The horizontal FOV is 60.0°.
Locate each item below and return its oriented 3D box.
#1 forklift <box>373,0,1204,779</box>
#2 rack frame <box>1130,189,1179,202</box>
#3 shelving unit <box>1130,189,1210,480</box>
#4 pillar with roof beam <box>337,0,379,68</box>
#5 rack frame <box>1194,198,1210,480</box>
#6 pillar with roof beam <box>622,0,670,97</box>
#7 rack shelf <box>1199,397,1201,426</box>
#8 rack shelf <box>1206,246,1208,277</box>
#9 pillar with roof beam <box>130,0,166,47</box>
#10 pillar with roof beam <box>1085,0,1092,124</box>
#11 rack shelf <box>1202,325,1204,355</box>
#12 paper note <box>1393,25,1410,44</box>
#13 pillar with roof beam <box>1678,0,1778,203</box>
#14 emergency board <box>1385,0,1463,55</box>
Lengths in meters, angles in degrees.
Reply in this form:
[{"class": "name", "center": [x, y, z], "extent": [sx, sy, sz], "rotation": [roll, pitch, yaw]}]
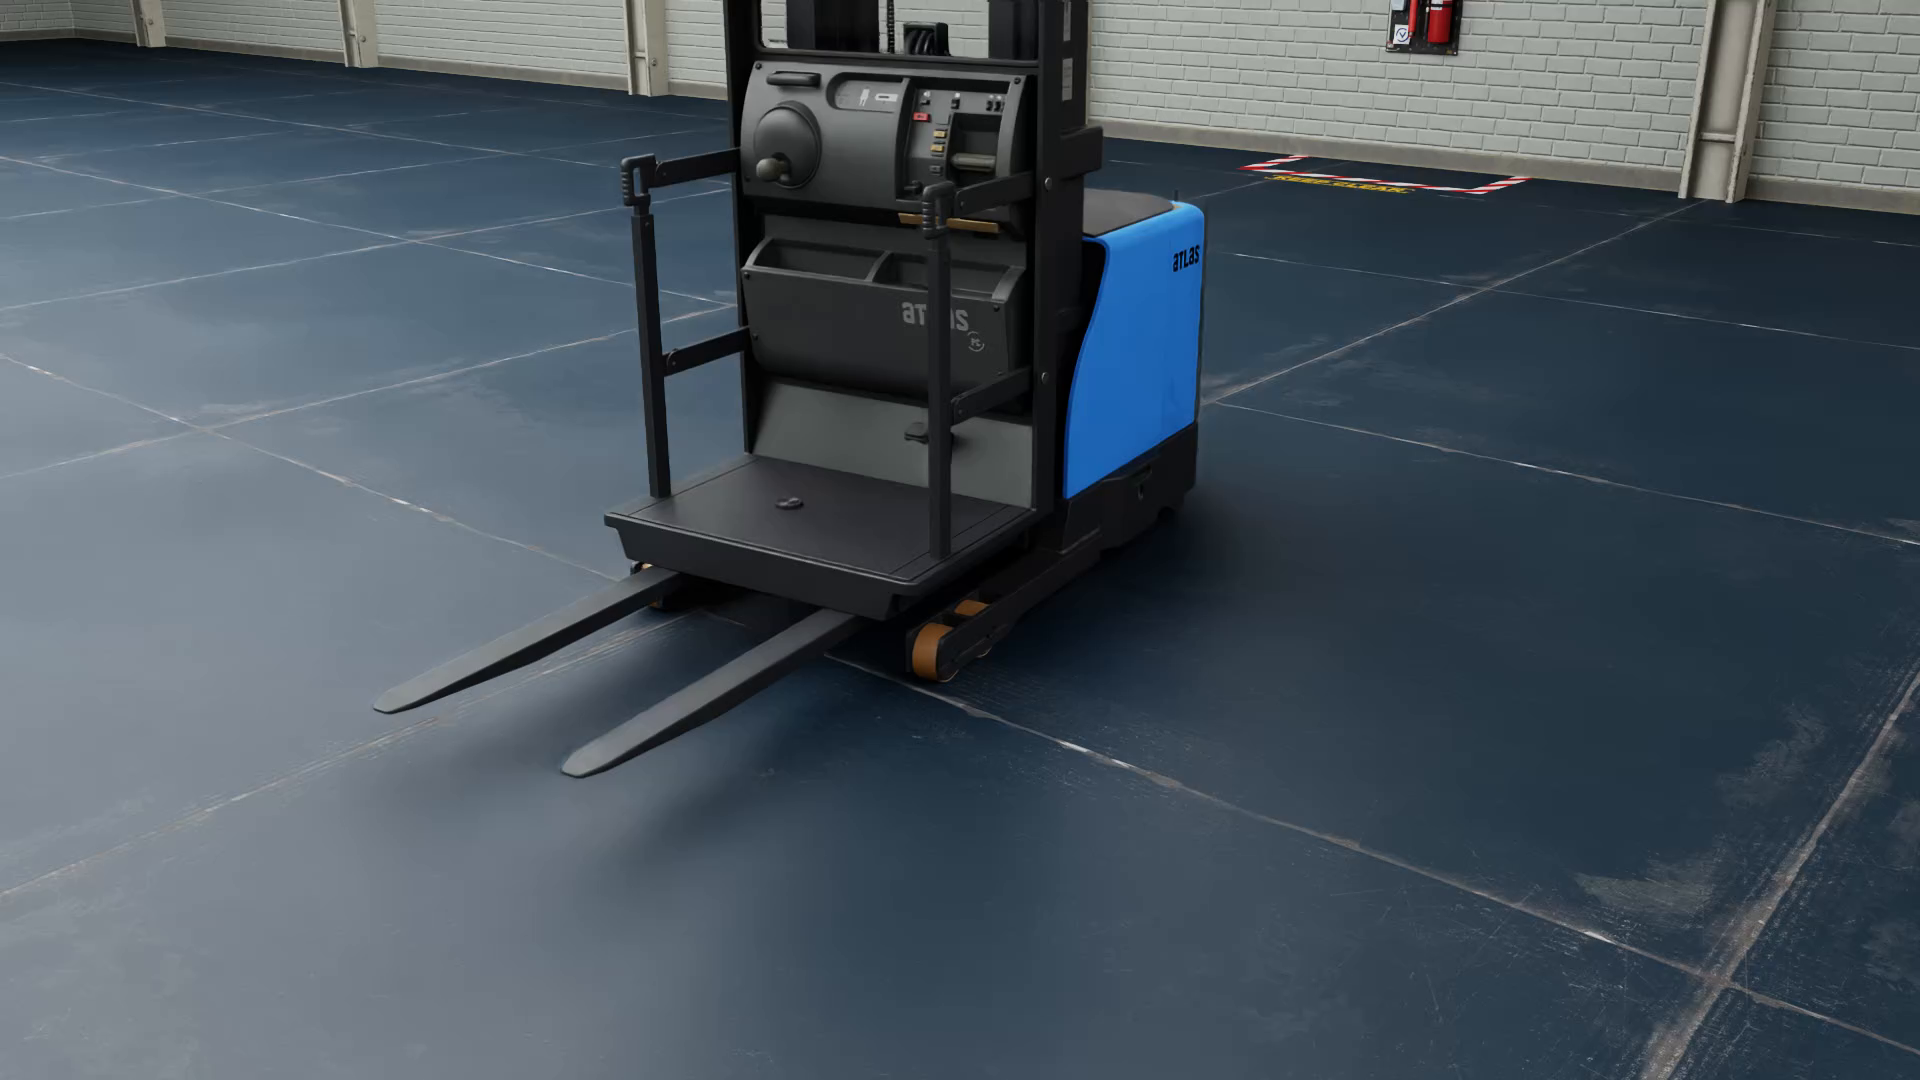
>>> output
[{"class": "forklift", "center": [-0.342, -1.160, 4.591], "extent": [1.130, 2.935, 3.031], "rotation": [12, 24, 29]}, {"class": "rack frame", "center": [0.711, -0.787, 6.264], "extent": [0.200, 1.050, 0.008], "rotation": [-7, 21, -18]}, {"class": "shelving unit", "center": [0.751, -0.747, 6.156], "extent": [0.215, 1.050, 0.252], "rotation": [-7, 21, -18]}, {"class": "pillar with roof beam", "center": [-11.026, -9.619, 18.423], "extent": [0.400, 9.000, 9.100], "rotation": [16, 26, 36]}, {"class": "rack frame", "center": [0.791, -0.707, 6.047], "extent": [0.200, 1.050, 0.008], "rotation": [-7, 21, -18]}, {"class": "pillar with roof beam", "center": [-6.377, -8.281, 14.873], "extent": [0.400, 9.000, 9.100], "rotation": [16, 26, 36]}, {"class": "rack shelf", "center": [0.752, -0.476, 6.256], "extent": [0.215, 0.259, 0.240], "rotation": [-7, 21, -18]}, {"class": "rack shelf", "center": [0.750, -1.003, 6.060], "extent": [0.215, 0.259, 0.240], "rotation": [-7, 21, -18]}, {"class": "pillar with roof beam", "center": [-15.674, -10.958, 21.973], "extent": [0.400, 9.000, 9.100], "rotation": [16, 26, 36]}, {"class": "pillar with roof beam", "center": [-1.729, -6.942, 11.324], "extent": [0.400, 9.000, 9.100], "rotation": [16, 26, 36]}, {"class": "rack shelf", "center": [0.751, -0.737, 6.159], "extent": [0.215, 0.259, 0.240], "rotation": [-7, 21, -18]}, {"class": "paper note", "center": [3.658, -4.181, 13.753], "extent": [0.142, 0.148, 0.016], "rotation": [16, 26, 36]}, {"class": "pillar with roof beam", "center": [2.919, -5.603, 7.774], "extent": [0.400, 9.000, 9.100], "rotation": [16, 26, 36]}, {"class": "emergency board", "center": [3.751, -4.535, 13.443], "extent": [0.643, 1.169, 0.194], "rotation": [16, 26, 36]}]
